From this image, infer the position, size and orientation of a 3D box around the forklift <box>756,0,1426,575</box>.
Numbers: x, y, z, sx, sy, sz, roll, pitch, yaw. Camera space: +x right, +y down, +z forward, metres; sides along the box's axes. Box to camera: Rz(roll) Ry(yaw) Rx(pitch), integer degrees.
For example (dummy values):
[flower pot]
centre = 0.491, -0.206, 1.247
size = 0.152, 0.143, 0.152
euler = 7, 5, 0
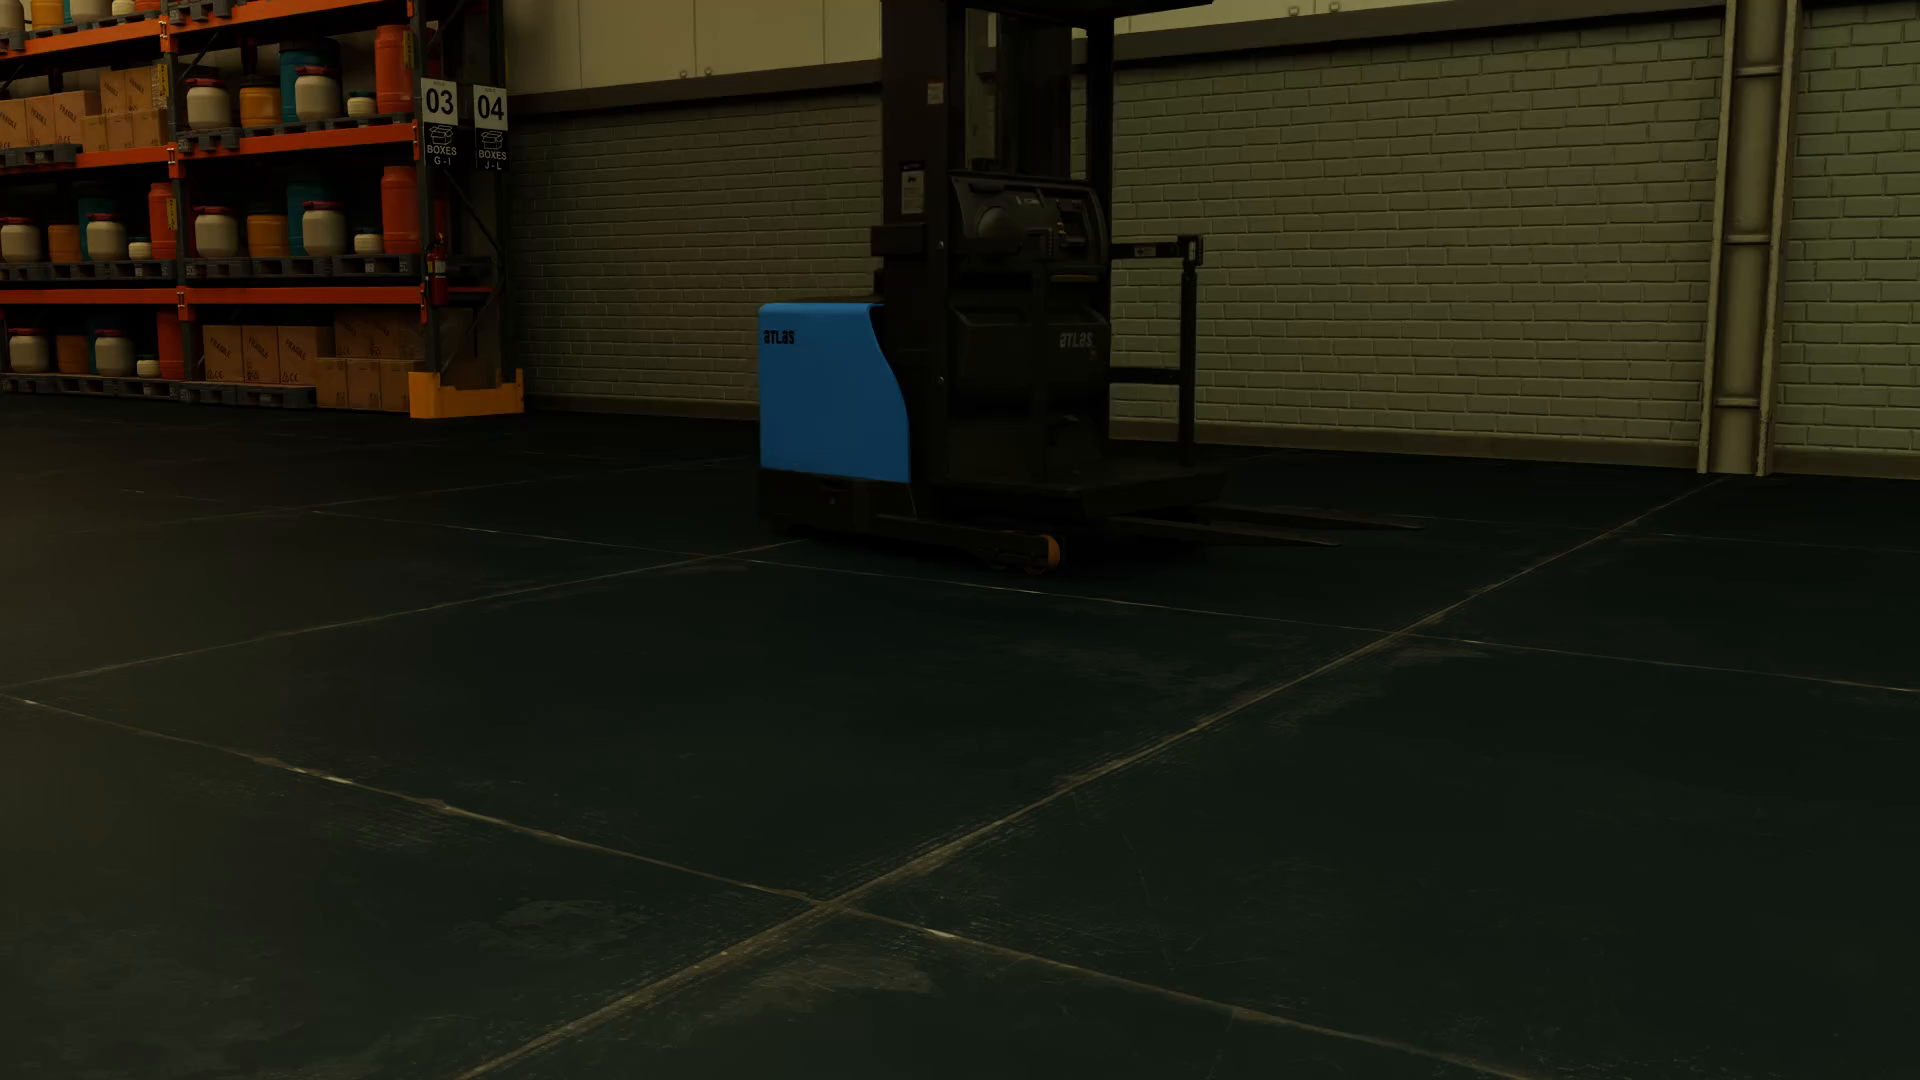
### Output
[forklift]
centre = 0.459, -1.393, 6.987
size = 3.031, 2.935, 1.130
euler = 8, 11, 43
